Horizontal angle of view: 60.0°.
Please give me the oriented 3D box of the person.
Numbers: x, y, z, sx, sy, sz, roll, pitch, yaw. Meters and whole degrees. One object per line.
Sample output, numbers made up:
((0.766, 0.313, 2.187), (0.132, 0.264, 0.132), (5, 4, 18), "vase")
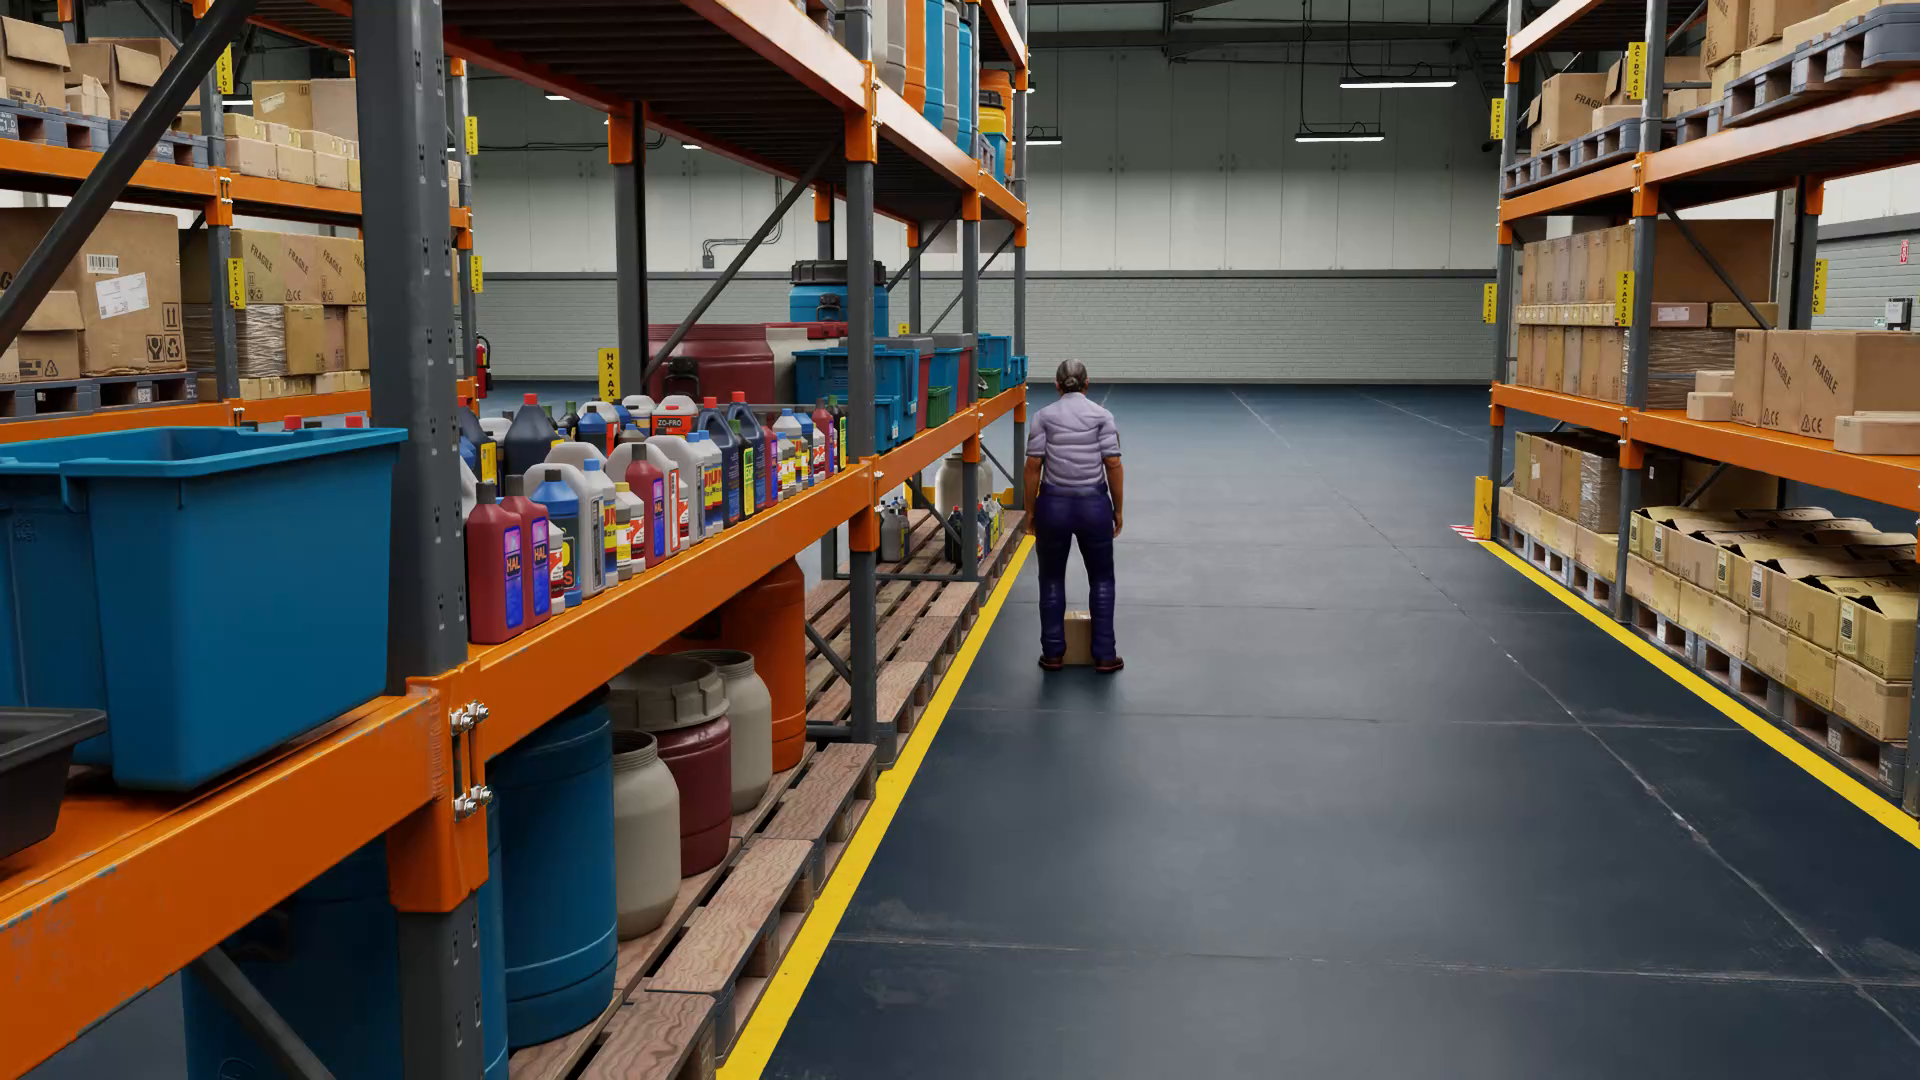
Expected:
((0.609, -0.128, 8.794), (0.537, 1.647, 0.419), (1, 8, 6), "person")
